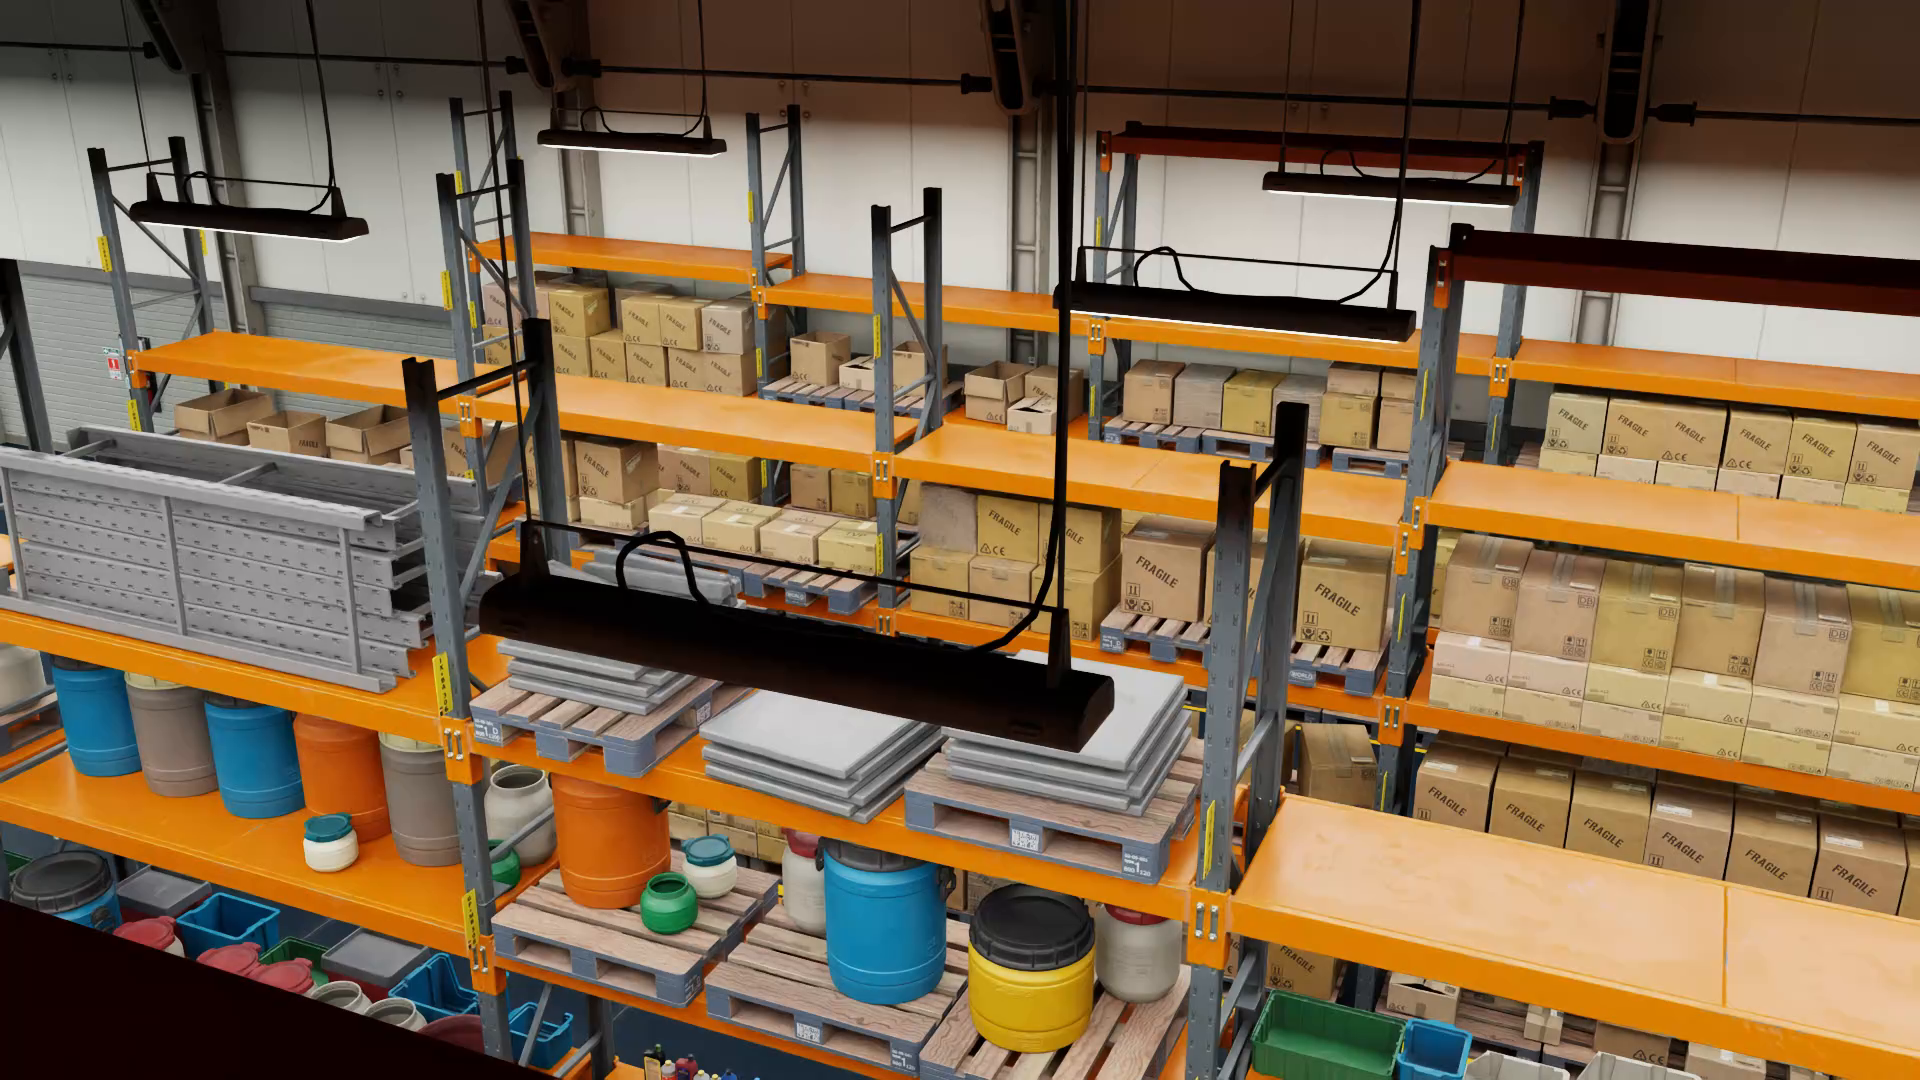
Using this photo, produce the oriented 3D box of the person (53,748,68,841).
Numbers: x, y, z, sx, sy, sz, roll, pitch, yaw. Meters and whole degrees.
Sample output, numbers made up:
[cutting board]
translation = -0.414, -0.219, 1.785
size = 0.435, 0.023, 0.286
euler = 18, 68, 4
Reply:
[person]
translation = -7.907, 2.006, 14.955
size = 0.795, 1.648, 0.522
euler = -6, 21, -17
